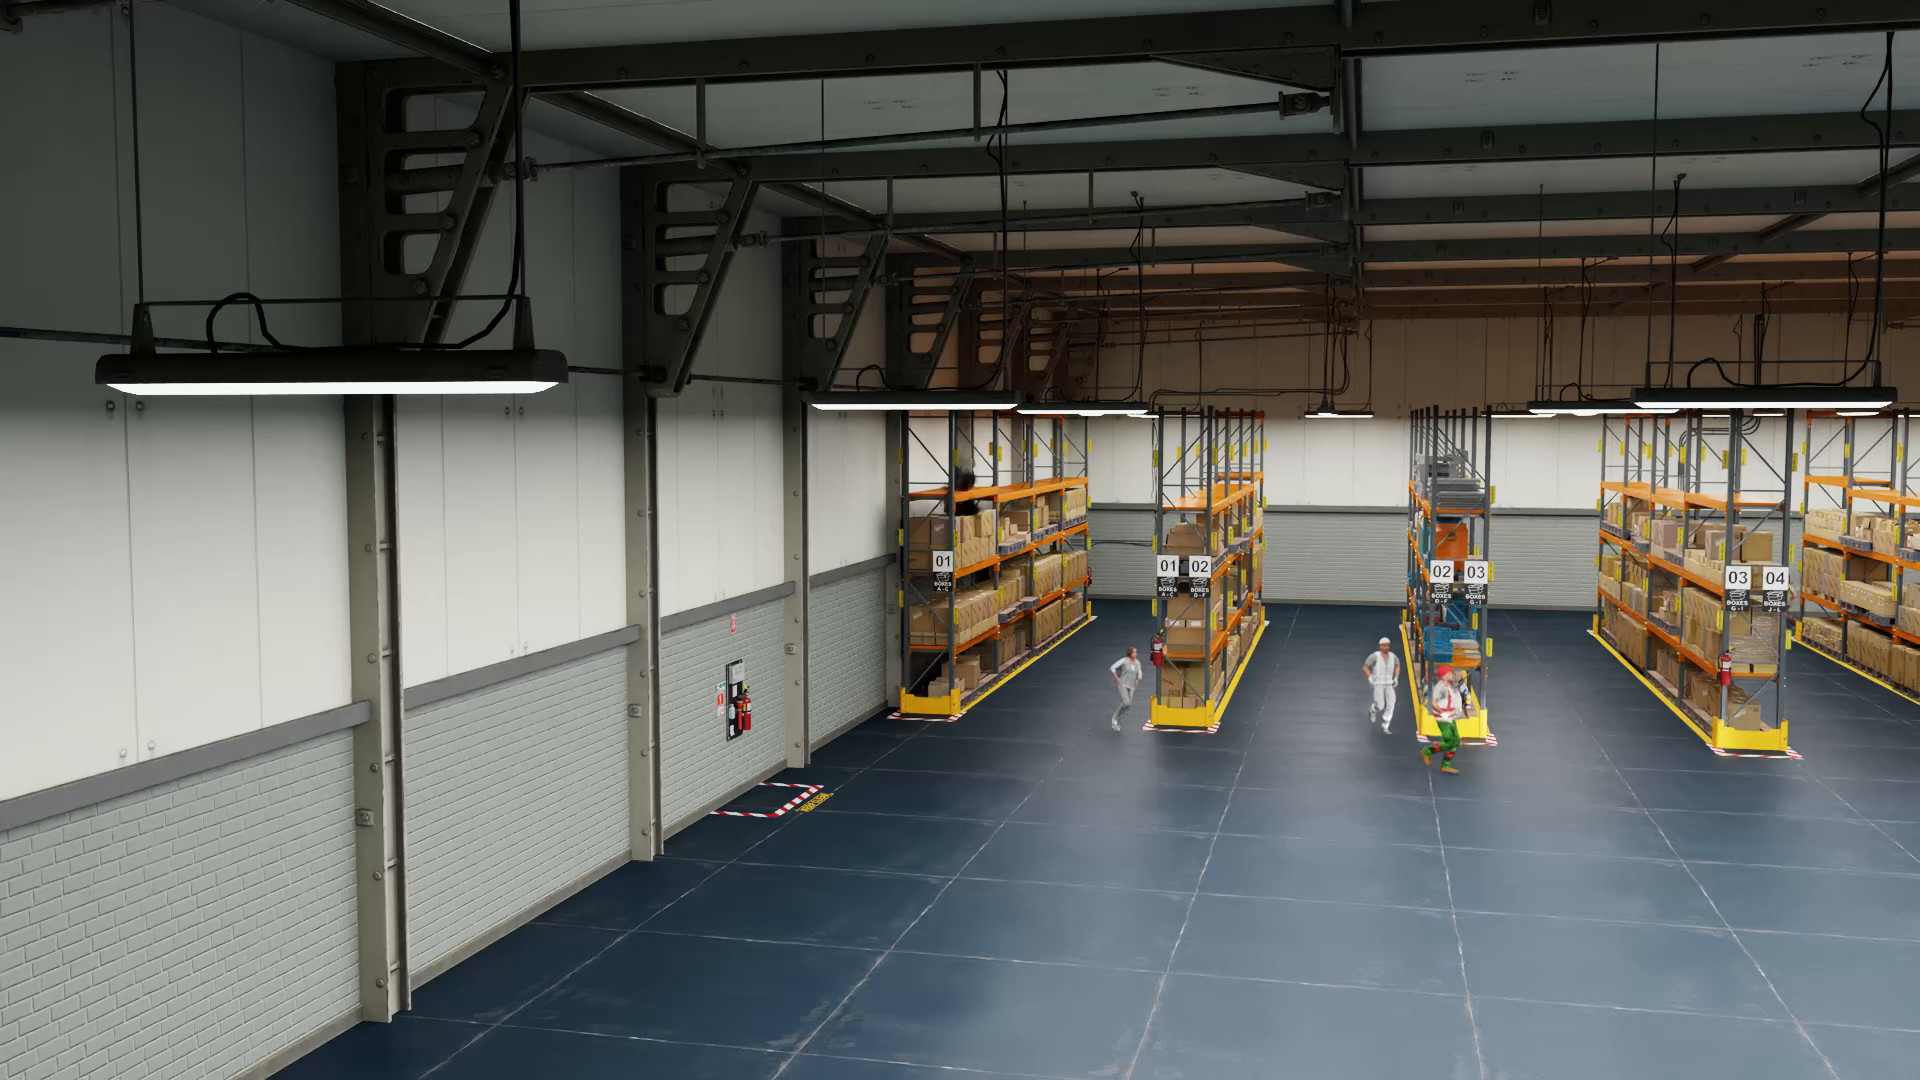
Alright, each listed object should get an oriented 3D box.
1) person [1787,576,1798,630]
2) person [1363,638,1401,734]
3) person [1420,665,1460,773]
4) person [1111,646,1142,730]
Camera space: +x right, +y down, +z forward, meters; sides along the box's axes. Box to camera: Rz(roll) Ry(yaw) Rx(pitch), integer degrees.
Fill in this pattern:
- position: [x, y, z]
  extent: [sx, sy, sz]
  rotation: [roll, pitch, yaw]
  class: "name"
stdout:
- position: [22.198, 1.722, 44.666]
  extent: [0.898, 1.586, 0.652]
  rotation: [0, 4, 7]
  class: "person"
- position: [7.776, 2.666, 30.670]
  extent: [0.700, 1.776, 0.610]
  rotation: [-1, 4, -7]
  class: "person"
- position: [7.838, 2.912, 27.083]
  extent: [0.625, 1.750, 0.666]
  rotation: [3, 5, 32]
  class: "person"
- position: [3.096, 2.750, 30.720]
  extent: [0.568, 1.533, 0.563]
  rotation: [-2, 5, -28]
  class: "person"
